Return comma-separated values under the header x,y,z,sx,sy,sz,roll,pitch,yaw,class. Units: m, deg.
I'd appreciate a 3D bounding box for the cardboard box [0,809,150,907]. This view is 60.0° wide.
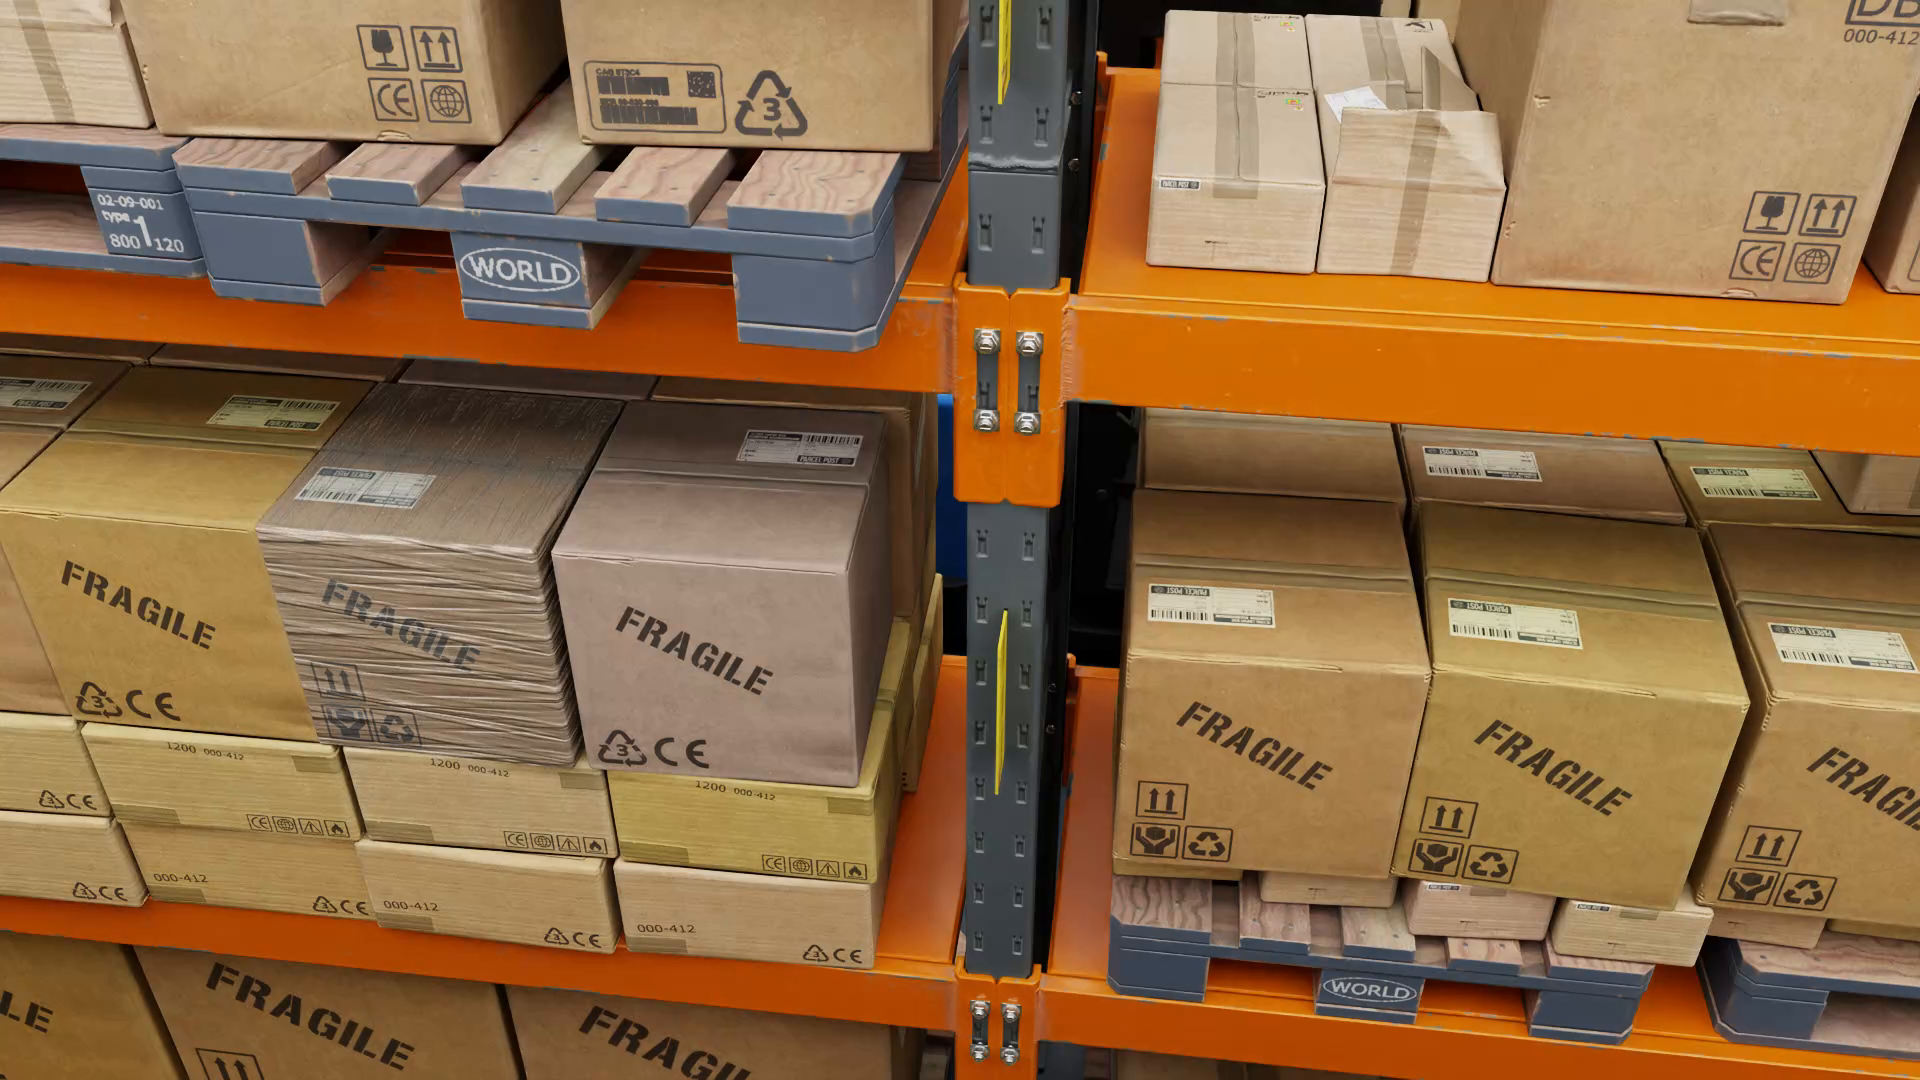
x,y,z,sx,sy,sz,roll,pitch,yaw,class
-1.914,0.503,3.592,0.500,0.250,0.500,4,36,5,cardboard box

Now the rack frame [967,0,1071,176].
x,y,z,sx,sy,sz,roll,pitch,yaw,class
0.136,-2.015,1.827,0.127,3.000,1.000,4,36,6,rack frame

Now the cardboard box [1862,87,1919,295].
x,y,z,sx,sy,sz,roll,pitch,yaw,class
1.653,-0.740,2.534,0.637,0.503,0.797,4,36,6,cardboard box

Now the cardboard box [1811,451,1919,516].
x,y,z,sx,sy,sz,roll,pitch,yaw,class
1.795,-0.212,3.202,0.250,0.149,0.380,3,36,4,cardboard box

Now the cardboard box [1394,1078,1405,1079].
x,y,z,sx,sy,sz,roll,pitch,yaw,class
1.428,1.423,4.075,0.625,0.372,0.950,4,36,5,cardboard box

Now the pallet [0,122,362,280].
x,y,z,sx,sy,sz,roll,pitch,yaw,class
-1.619,-0.816,2.891,1.213,0.211,1.003,6,36,8,pallet

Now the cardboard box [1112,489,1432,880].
x,y,z,sx,sy,sz,roll,pitch,yaw,class
0.553,0.261,3.099,0.500,0.500,0.500,3,36,5,cardboard box

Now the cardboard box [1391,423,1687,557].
x,y,z,sx,sy,sz,roll,pitch,yaw,class
1.137,-0.001,3.465,0.500,0.500,0.500,4,36,5,cardboard box

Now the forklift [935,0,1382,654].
x,y,z,sx,sy,sz,roll,pitch,yaw,class
0.802,-1.025,5.663,3.031,2.935,1.130,5,36,8,forklift

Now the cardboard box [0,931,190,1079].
x,y,z,sx,sy,sz,roll,pitch,yaw,class
-2.309,0.887,4.393,0.875,0.875,0.875,5,36,7,cardboard box

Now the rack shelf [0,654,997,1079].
x,y,z,sx,sy,sz,roll,pitch,yaw,class
-1.847,0.571,3.986,4.000,0.370,1.077,4,36,6,rack shelf

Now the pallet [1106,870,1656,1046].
x,y,z,sx,sy,sz,roll,pitch,yaw,class
0.857,0.496,3.638,1.003,0.211,1.213,4,36,6,pallet

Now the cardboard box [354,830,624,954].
x,y,z,sx,sy,sz,roll,pitch,yaw,class
-0.907,0.571,3.497,0.500,0.250,0.500,5,36,7,cardboard box

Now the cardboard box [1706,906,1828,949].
x,y,z,sx,sy,sz,roll,pitch,yaw,class
1.496,0.581,3.208,0.250,0.149,0.380,6,36,9,cardboard box

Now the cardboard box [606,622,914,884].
x,y,z,sx,sy,sz,roll,pitch,yaw,class
-0.376,0.395,3.314,0.500,0.250,0.500,4,36,6,cardboard box

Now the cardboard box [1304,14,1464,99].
x,y,z,sx,sy,sz,roll,pitch,yaw,class
0.723,-0.776,2.889,0.250,0.149,0.380,4,36,6,cardboard box

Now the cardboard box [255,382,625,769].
x,y,z,sx,sy,sz,roll,pitch,yaw,class
-0.920,0.058,3.140,0.500,0.500,0.500,5,36,7,cardboard box

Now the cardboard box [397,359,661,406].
x,y,z,sx,sy,sz,roll,pitch,yaw,class
-0.815,-0.230,3.543,0.500,0.500,0.500,4,36,6,cardboard box

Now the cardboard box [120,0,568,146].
x,y,z,sx,sy,sz,roll,pitch,yaw,class
-0.870,-0.970,2.497,0.500,0.500,0.700,3,36,4,cardboard box

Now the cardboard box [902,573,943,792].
x,y,z,sx,sy,sz,roll,pitch,yaw,class
-0.317,0.307,3.868,0.500,0.250,0.500,4,36,5,cardboard box

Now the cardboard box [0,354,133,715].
x,y,z,sx,sy,sz,roll,pitch,yaw,class
-1.912,-0.024,3.255,0.500,0.500,0.500,4,36,5,cardboard box

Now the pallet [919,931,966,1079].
x,y,z,sx,sy,sz,roll,pitch,yaw,class
-0.636,1.460,4.523,1.213,0.211,1.003,4,36,6,pallet

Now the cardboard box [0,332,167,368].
x,y,z,sx,sy,sz,roll,pitch,yaw,class
-1.826,-0.316,3.664,0.500,0.500,0.500,5,36,7,cardboard box

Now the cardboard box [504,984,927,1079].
x,y,z,sx,sy,sz,roll,pitch,yaw,class
-0.538,1.022,4.204,0.875,0.875,0.875,4,36,6,cardboard box

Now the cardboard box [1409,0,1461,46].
x,y,z,sx,sy,sz,roll,pitch,yaw,class
2.187,-2.316,7.111,0.500,0.250,0.500,3,36,5,cardboard box

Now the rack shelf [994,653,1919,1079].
x,y,z,sx,sy,sz,roll,pitch,yaw,class
2.120,0.867,3.572,4.000,0.370,1.077,4,36,6,rack shelf

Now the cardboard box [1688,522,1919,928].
x,y,z,sx,sy,sz,roll,pitch,yaw,class
1.599,0.330,3.001,0.500,0.500,0.500,5,36,7,cardboard box

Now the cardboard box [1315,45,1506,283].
x,y,z,sx,sy,sz,roll,pitch,yaw,class
0.680,-0.599,2.541,0.258,0.266,0.396,4,36,6,cardboard box

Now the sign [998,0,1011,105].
x,y,z,sx,sy,sz,roll,pitch,yaw,class
0.058,-0.718,2.078,0.005,0.325,0.100,4,36,6,sign

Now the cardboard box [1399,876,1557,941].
x,y,z,sx,sy,sz,roll,pitch,yaw,class
0.977,0.576,3.215,0.250,0.149,0.380,2,36,3,cardboard box

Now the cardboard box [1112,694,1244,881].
x,y,z,sx,sy,sz,roll,pitch,yaw,class
0.435,0.489,3.337,0.250,0.149,0.380,2,36,3,cardboard box

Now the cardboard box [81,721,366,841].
x,y,z,sx,sy,sz,roll,pitch,yaw,class
-1.396,0.333,3.400,0.500,0.250,0.500,3,36,5,cardboard box
